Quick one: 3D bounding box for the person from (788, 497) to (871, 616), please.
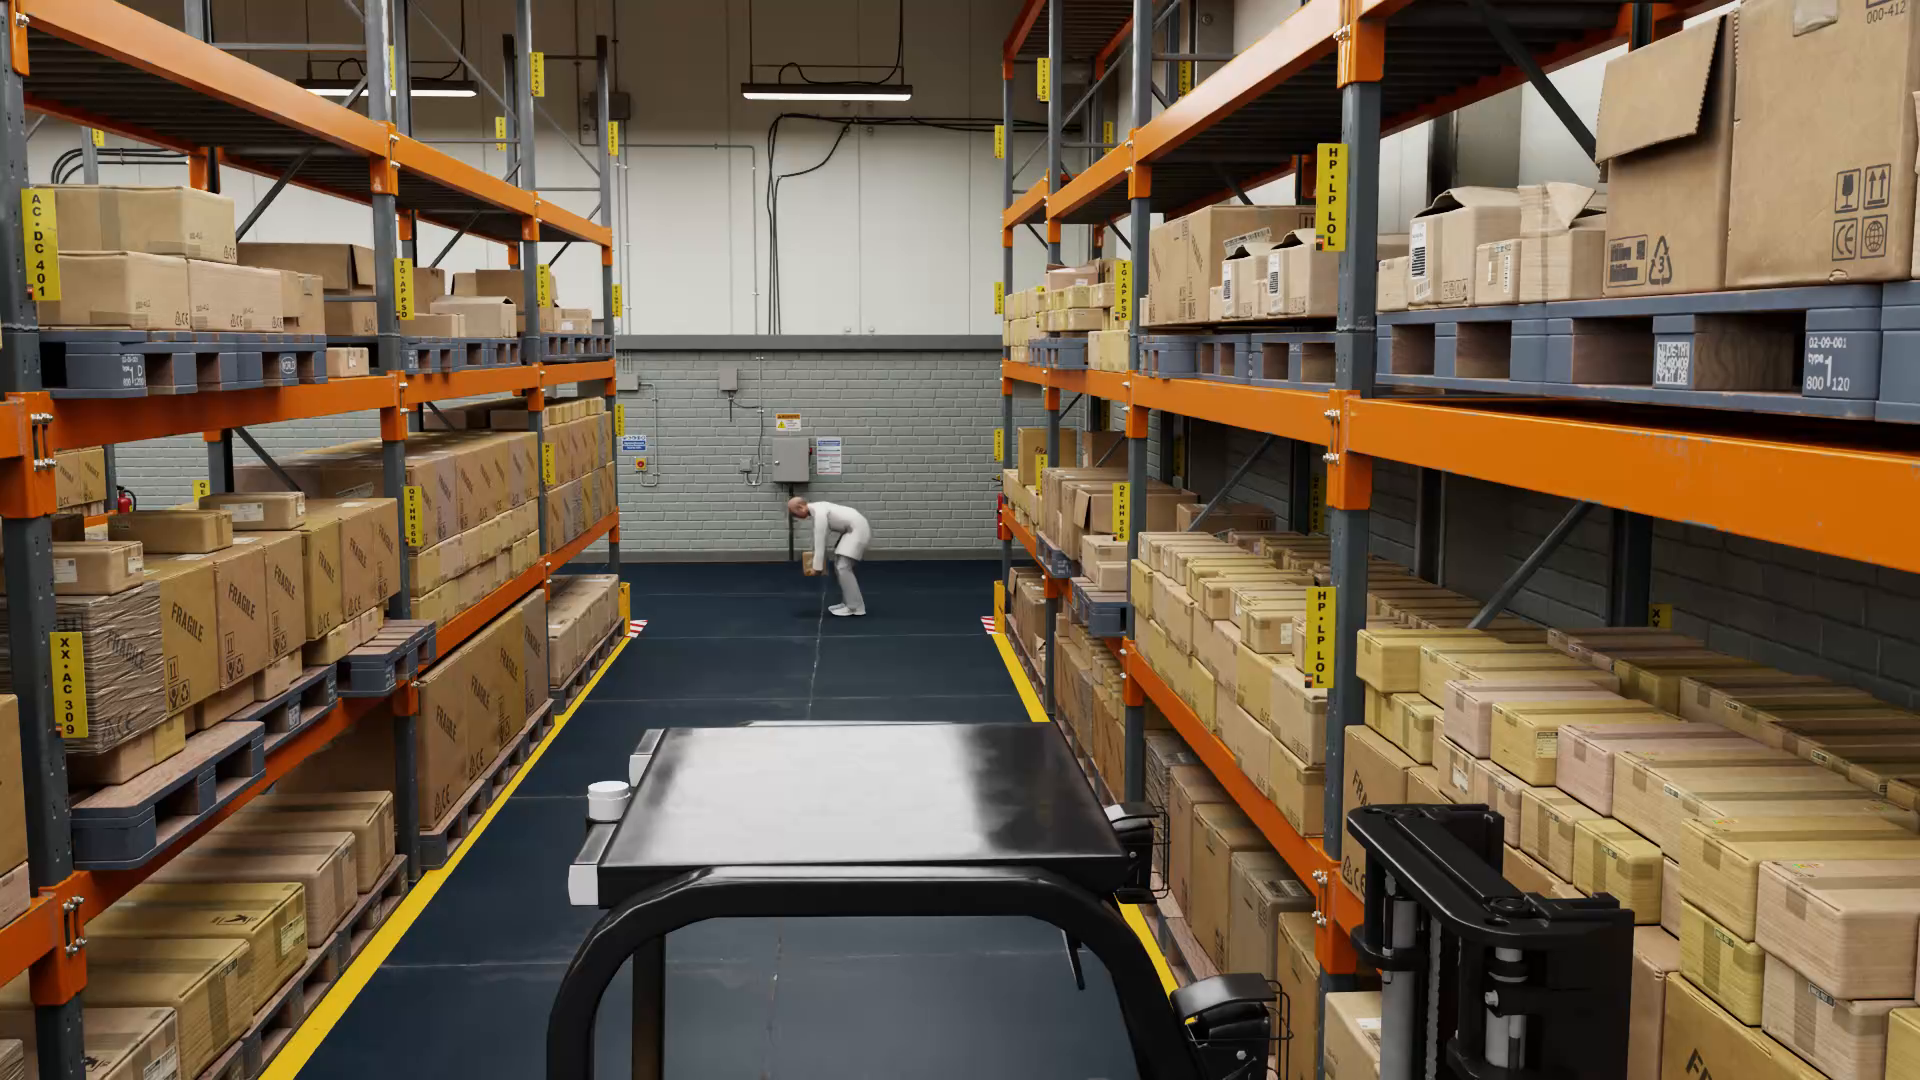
[{"bbox_3d":[-1.437,0.187,18.364,0.914,1.279,0.553,-1,7,-5],"label":"person"}]
